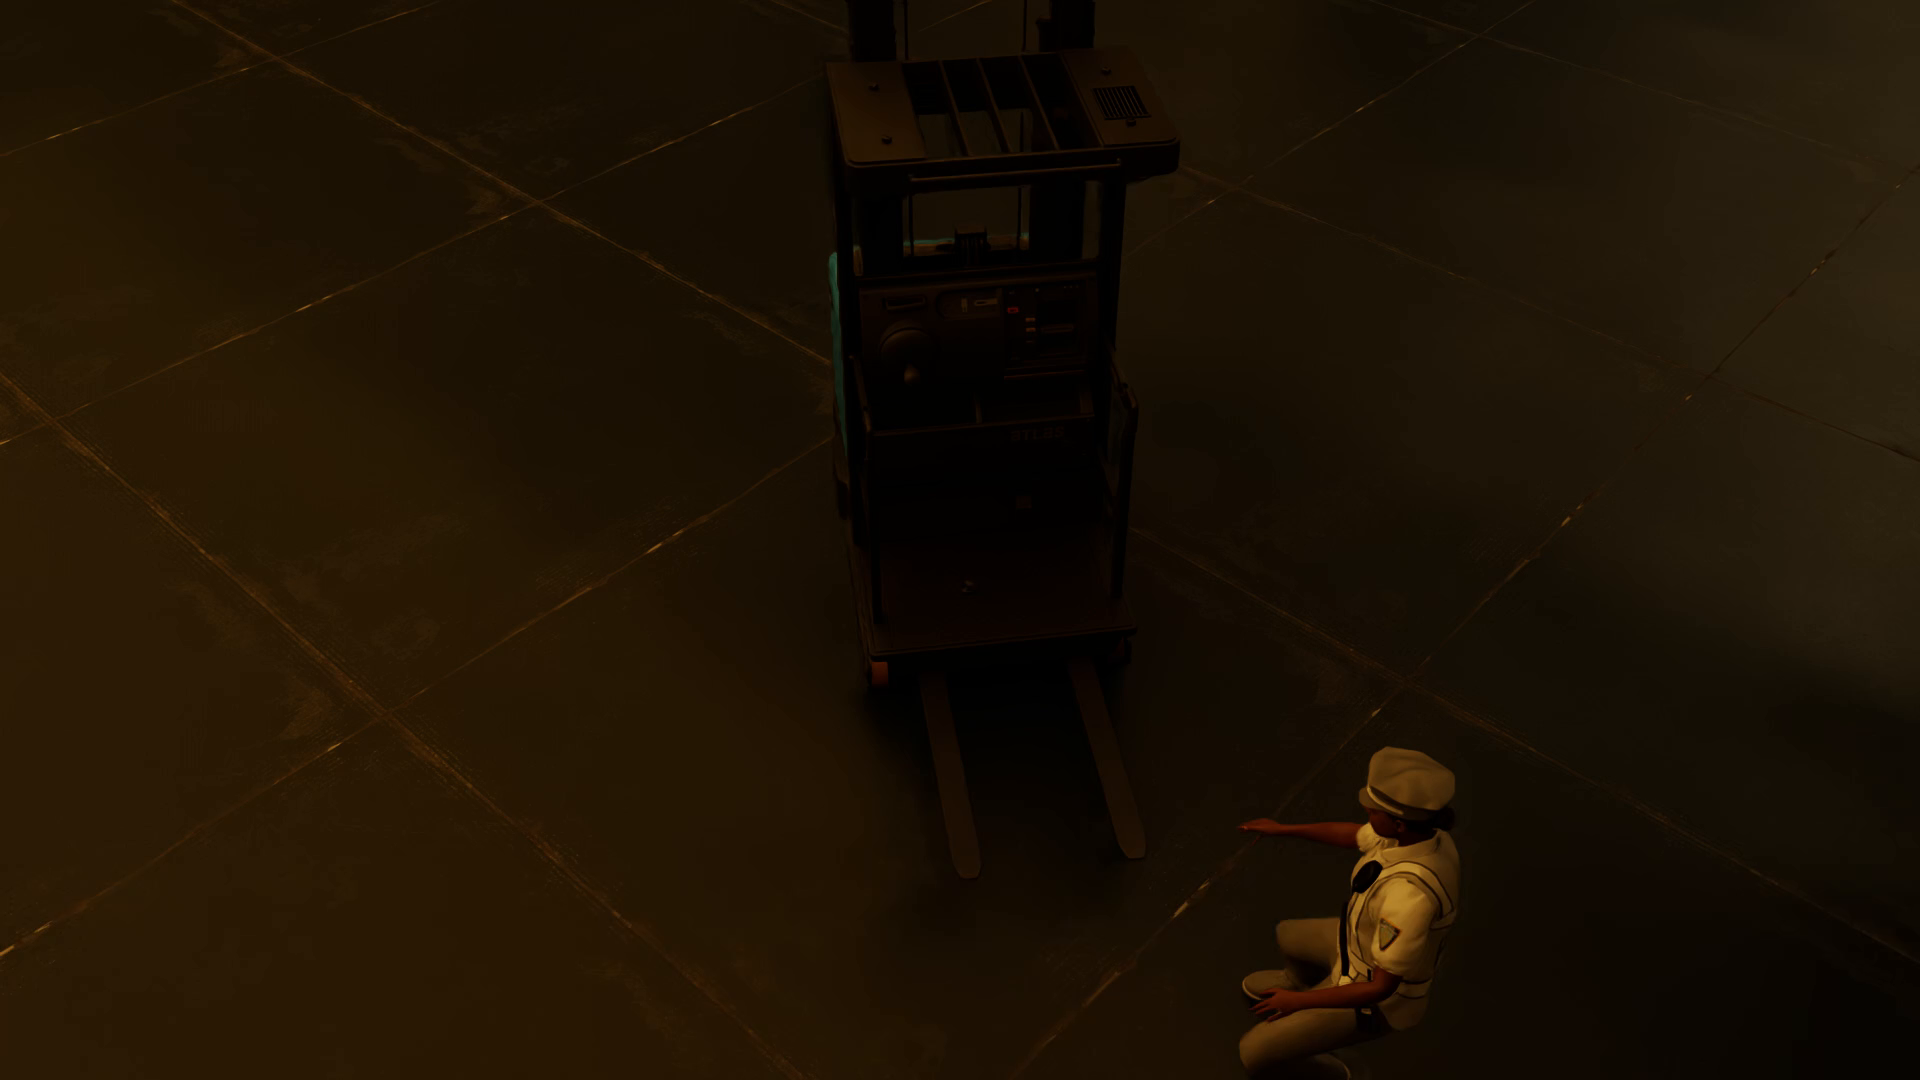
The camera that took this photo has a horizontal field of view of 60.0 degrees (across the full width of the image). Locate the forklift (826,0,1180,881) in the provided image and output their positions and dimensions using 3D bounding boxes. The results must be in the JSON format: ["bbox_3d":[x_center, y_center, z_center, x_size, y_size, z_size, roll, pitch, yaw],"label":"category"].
[{"bbox_3d":[0.112,-0.739,6.289,1.130,2.935,3.031,-6,41,-6],"label":"forklift"}]

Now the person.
[{"bbox_3d":[1.116,1.223,5.093,0.678,1.505,0.771,12,42,14],"label":"person"}]
